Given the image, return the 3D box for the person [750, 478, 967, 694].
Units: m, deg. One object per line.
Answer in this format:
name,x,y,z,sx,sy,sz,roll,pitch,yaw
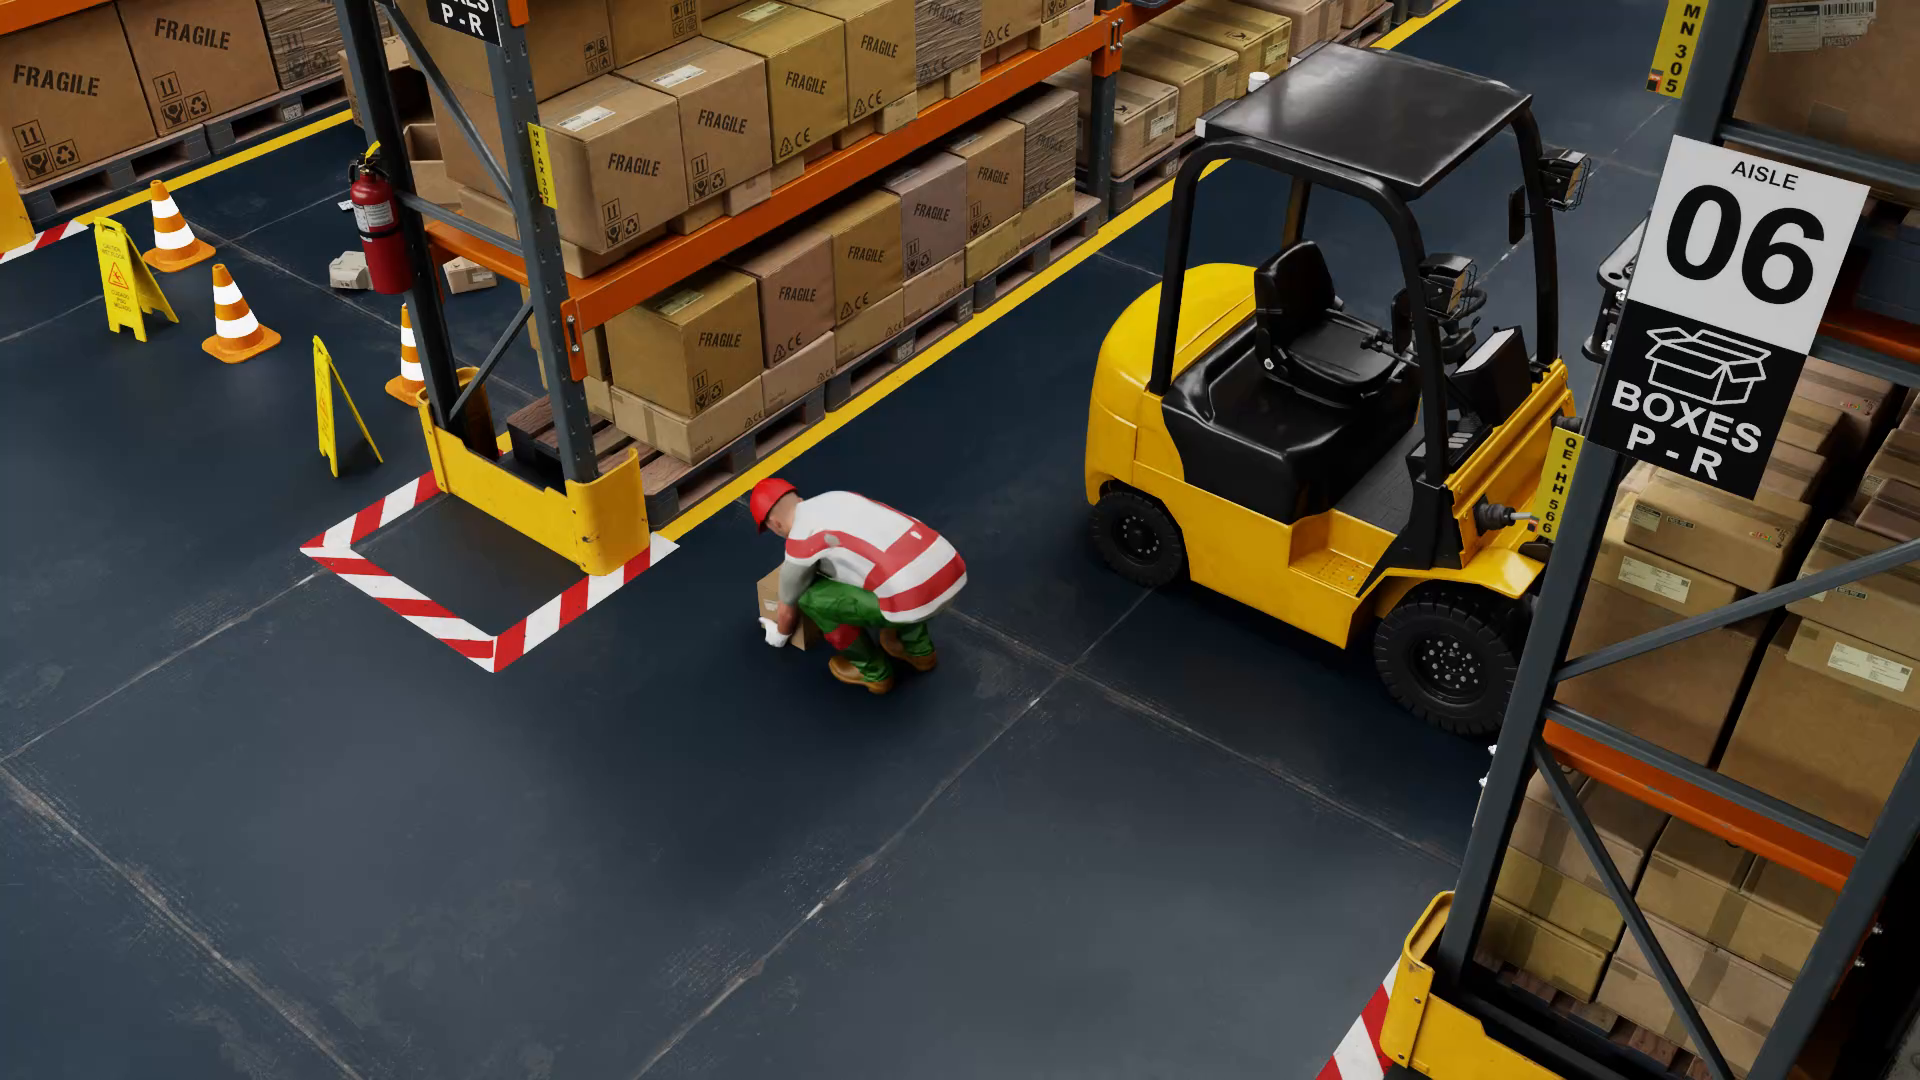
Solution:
person,-0.431,0.187,6.736,0.959,0.798,0.520,24,45,27
